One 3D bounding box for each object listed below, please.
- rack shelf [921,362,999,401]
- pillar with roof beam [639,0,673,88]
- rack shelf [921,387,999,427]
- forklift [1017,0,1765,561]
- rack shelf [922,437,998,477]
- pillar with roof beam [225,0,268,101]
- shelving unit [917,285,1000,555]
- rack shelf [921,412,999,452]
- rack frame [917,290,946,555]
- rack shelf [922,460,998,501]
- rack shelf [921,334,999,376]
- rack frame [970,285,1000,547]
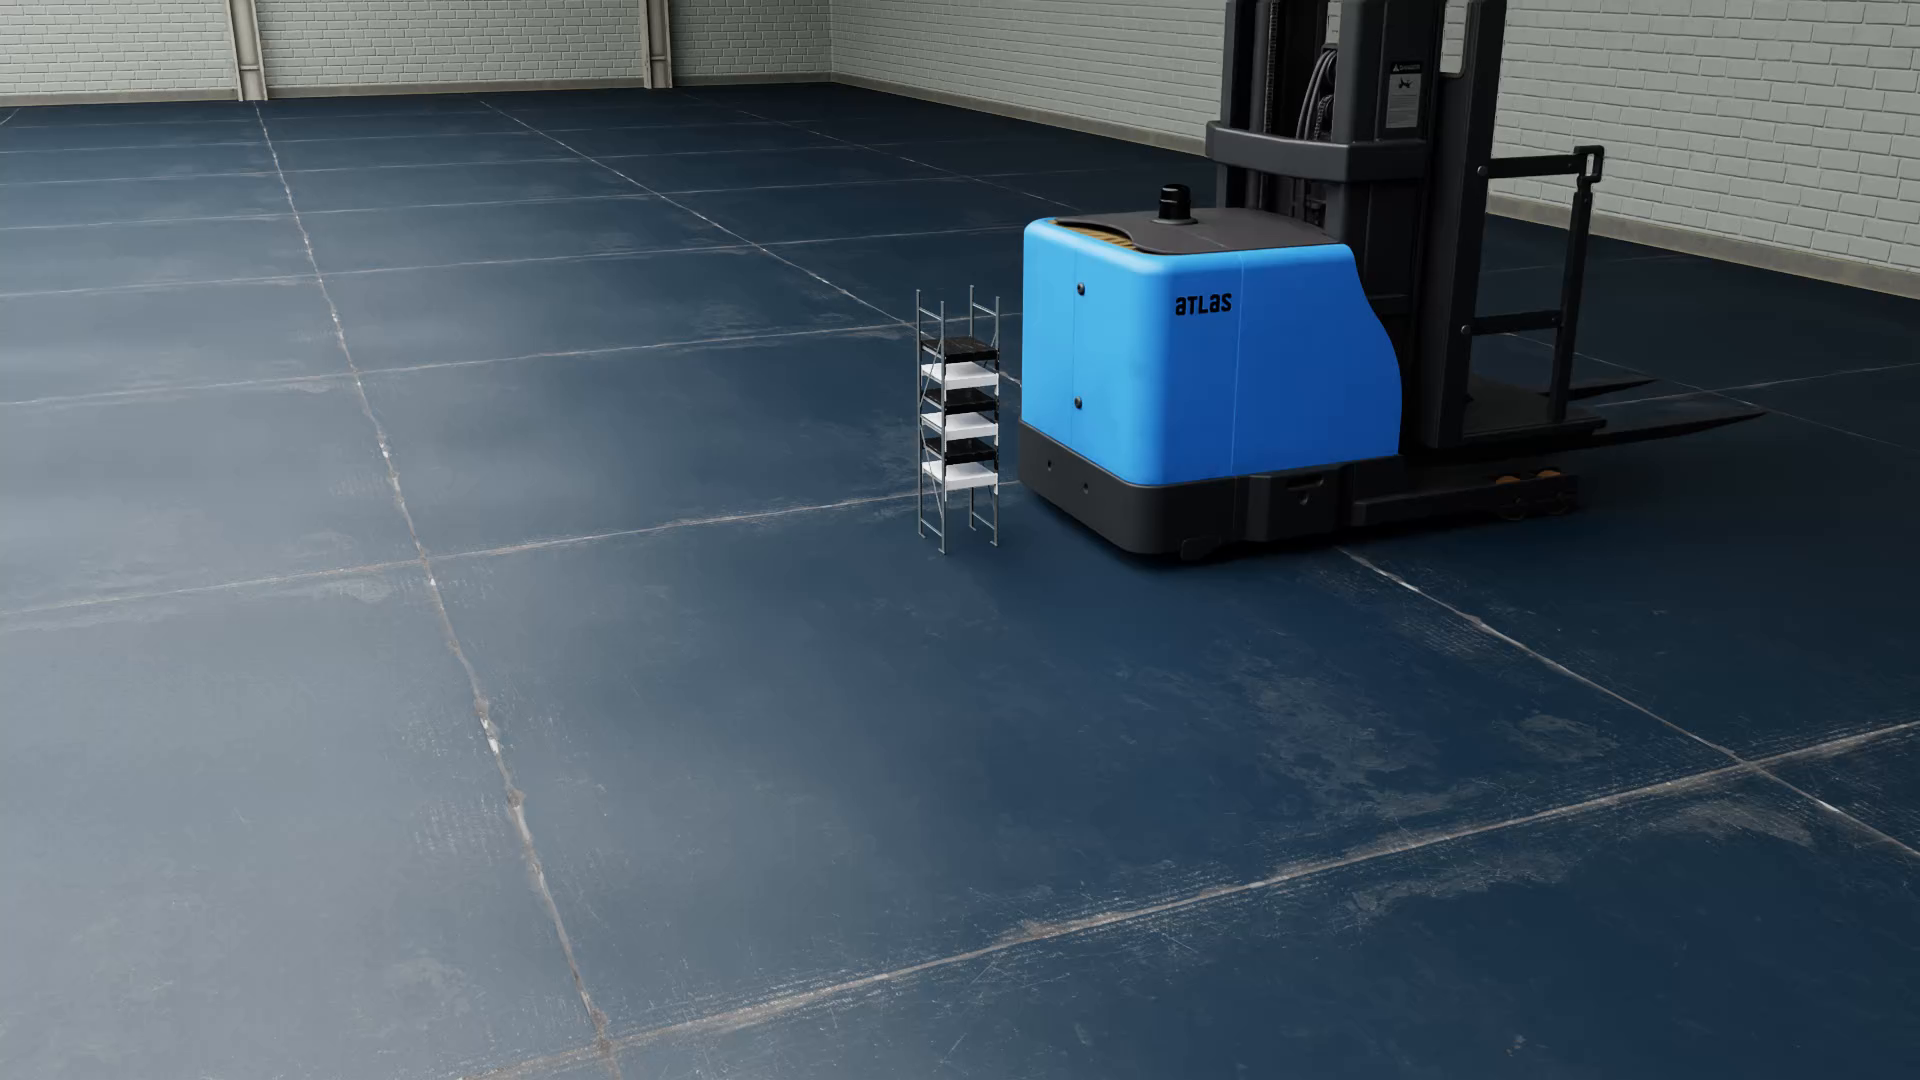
[{"bbox_3d":[-0.007,-0.562,5.821,0.200,0.077,0.258,-8,21,-22],"label":"rack shelf"},{"bbox_3d":[-3.109,-10.155,21.313,0.400,9.000,9.100,-8,21,-22],"label":"pillar with roof beam"},{"bbox_3d":[-0.007,-0.477,5.851,0.200,0.077,0.258,-8,21,-22],"label":"rack shelf"},{"bbox_3d":[1.790,-1.607,6.174,3.031,2.935,1.130,-8,21,-21],"label":"forklift"},{"bbox_3d":[-0.007,-0.307,5.911,0.200,0.077,0.258,-8,21,-22],"label":"rack shelf"},{"bbox_3d":[-8.619,-9.365,19.071,0.400,9.000,9.100,-8,21,-22],"label":"pillar with roof beam"},{"bbox_3d":[-0.007,-0.423,5.870,0.210,0.900,0.258,-8,21,-22],"label":"shelving unit"},{"bbox_3d":[-0.007,-0.392,5.881,0.200,0.077,0.258,-8,21,-22],"label":"rack shelf"},{"bbox_3d":[-0.101,-0.410,5.832,0.006,0.900,0.240,-8,21,-22],"label":"rack frame"},{"bbox_3d":[-0.007,-0.222,5.940,0.200,0.077,0.258,-8,21,-22],"label":"rack shelf"},{"bbox_3d":[-0.007,-0.647,5.791,0.200,0.077,0.258,-8,21,-22],"label":"rack shelf"},{"bbox_3d":[0.086,-0.437,5.908,0.006,0.900,0.240,-8,21,-22],"label":"rack frame"}]
